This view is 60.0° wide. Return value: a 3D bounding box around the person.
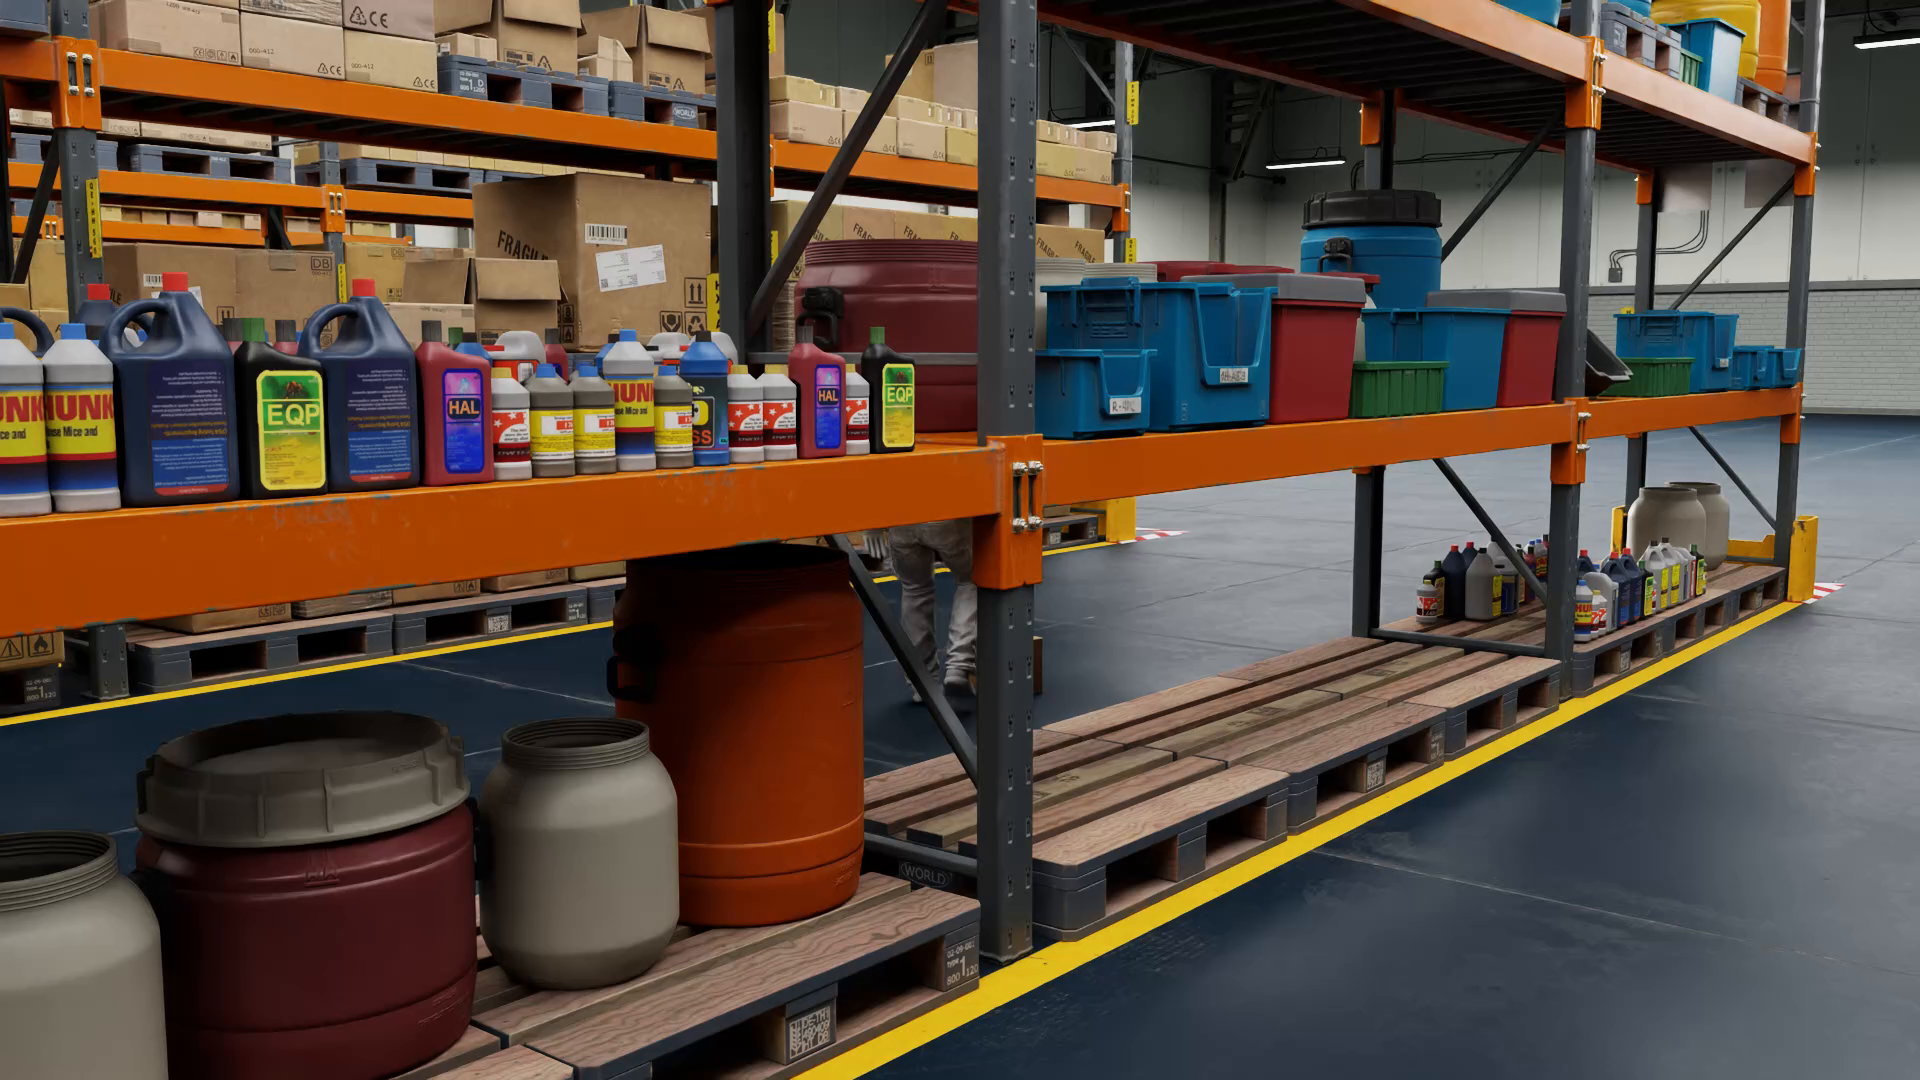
[{"bbox_3d":[-0.113,-0.131,7.050,0.608,1.755,0.657,2,7,18],"label":"person"}]
